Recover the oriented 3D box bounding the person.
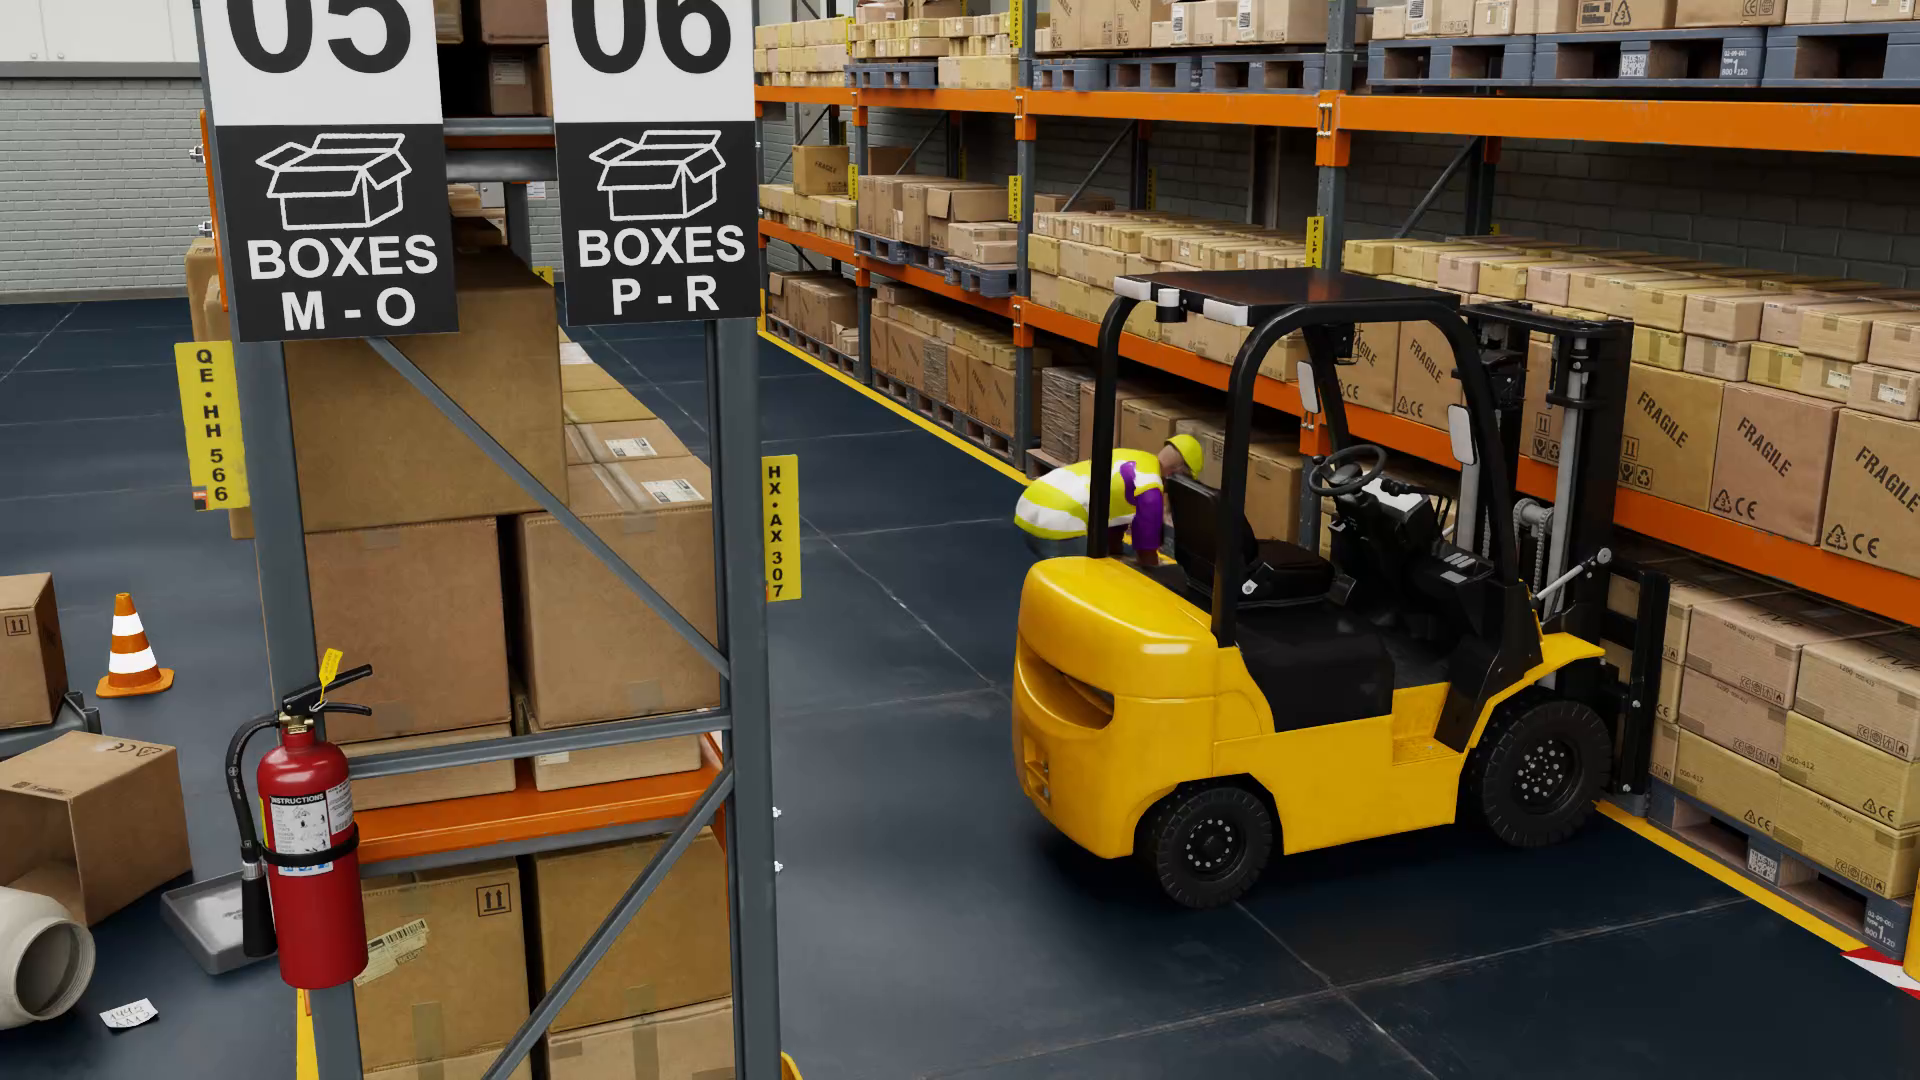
[{"bbox_3d":[0.729,0.130,7.984,0.956,1.242,0.475,-6,17,-22],"label":"person"}]
